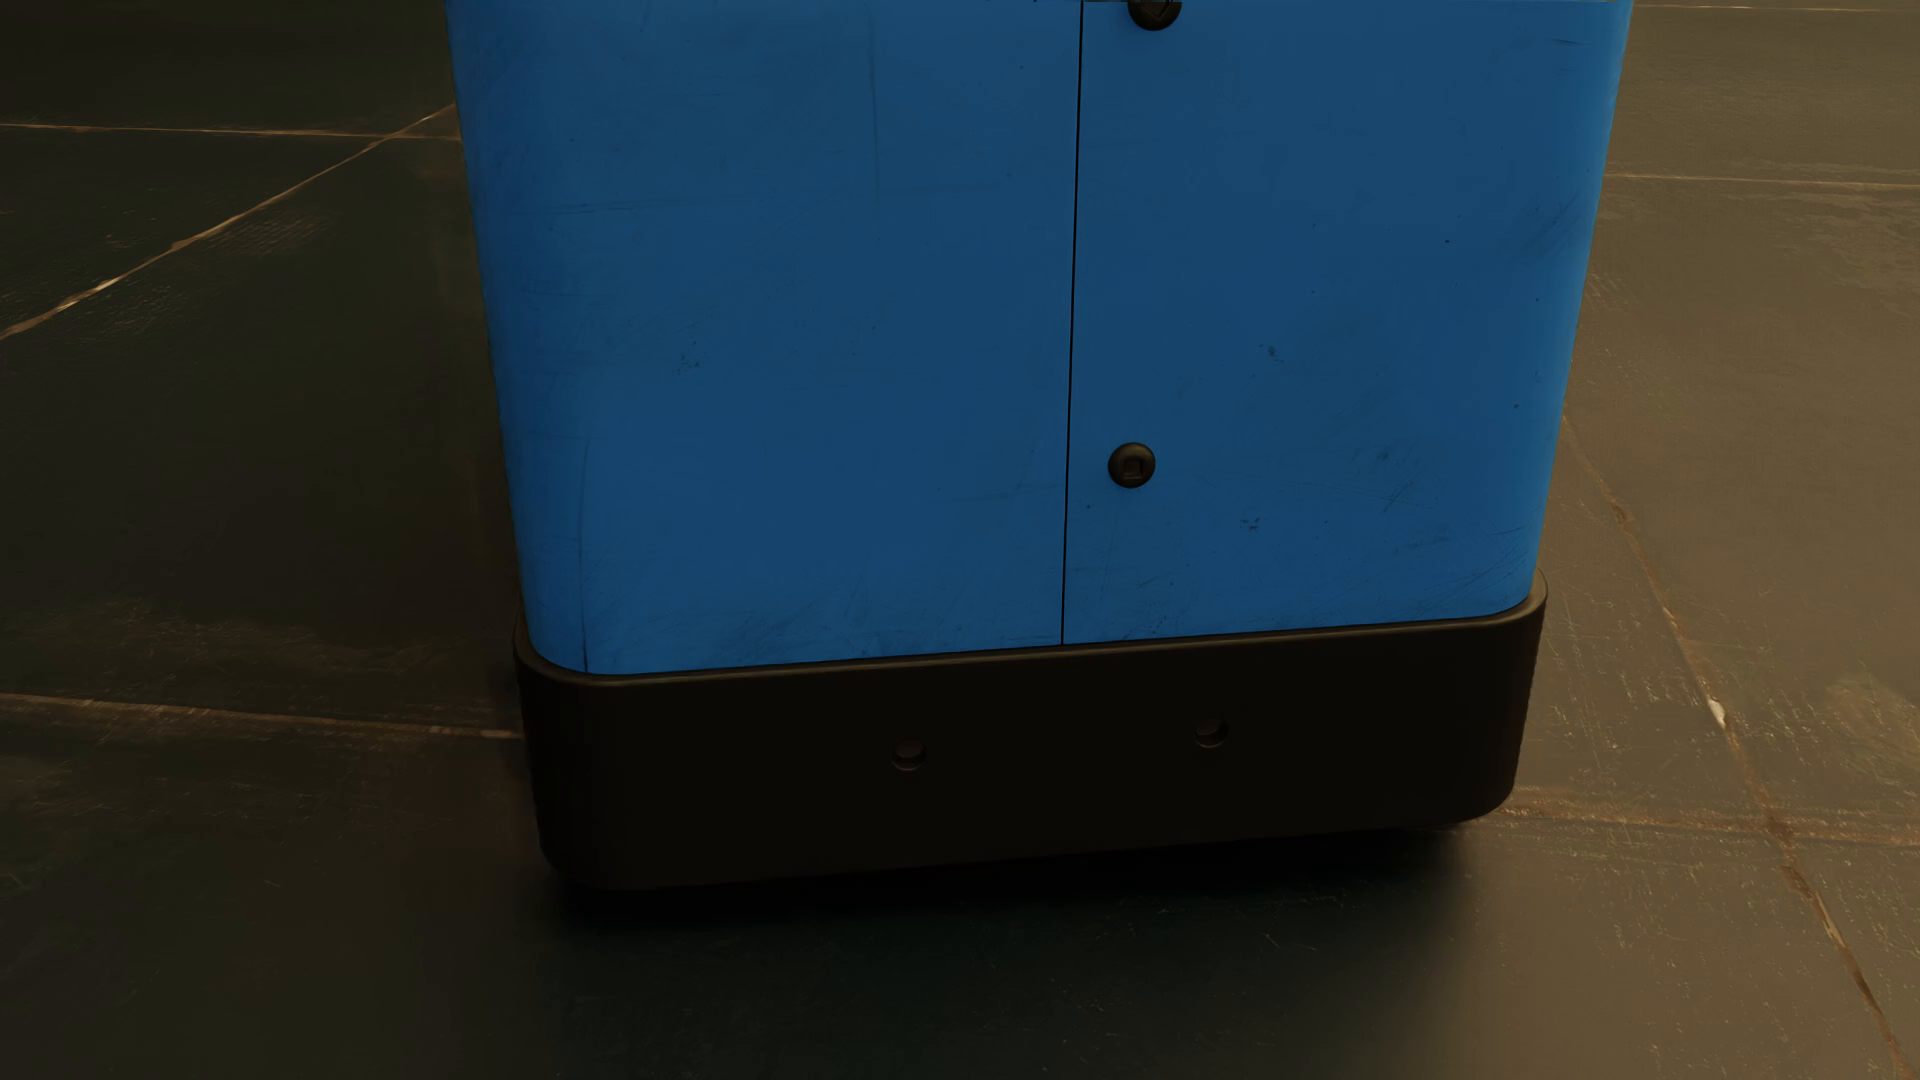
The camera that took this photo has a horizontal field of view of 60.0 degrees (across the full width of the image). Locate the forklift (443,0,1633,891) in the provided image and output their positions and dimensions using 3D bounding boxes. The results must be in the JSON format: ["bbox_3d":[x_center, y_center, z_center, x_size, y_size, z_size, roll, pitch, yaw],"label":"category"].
[{"bbox_3d":[-0.101,-1.595,2.414,1.130,2.935,3.031,-3,27,-7],"label":"forklift"}]
